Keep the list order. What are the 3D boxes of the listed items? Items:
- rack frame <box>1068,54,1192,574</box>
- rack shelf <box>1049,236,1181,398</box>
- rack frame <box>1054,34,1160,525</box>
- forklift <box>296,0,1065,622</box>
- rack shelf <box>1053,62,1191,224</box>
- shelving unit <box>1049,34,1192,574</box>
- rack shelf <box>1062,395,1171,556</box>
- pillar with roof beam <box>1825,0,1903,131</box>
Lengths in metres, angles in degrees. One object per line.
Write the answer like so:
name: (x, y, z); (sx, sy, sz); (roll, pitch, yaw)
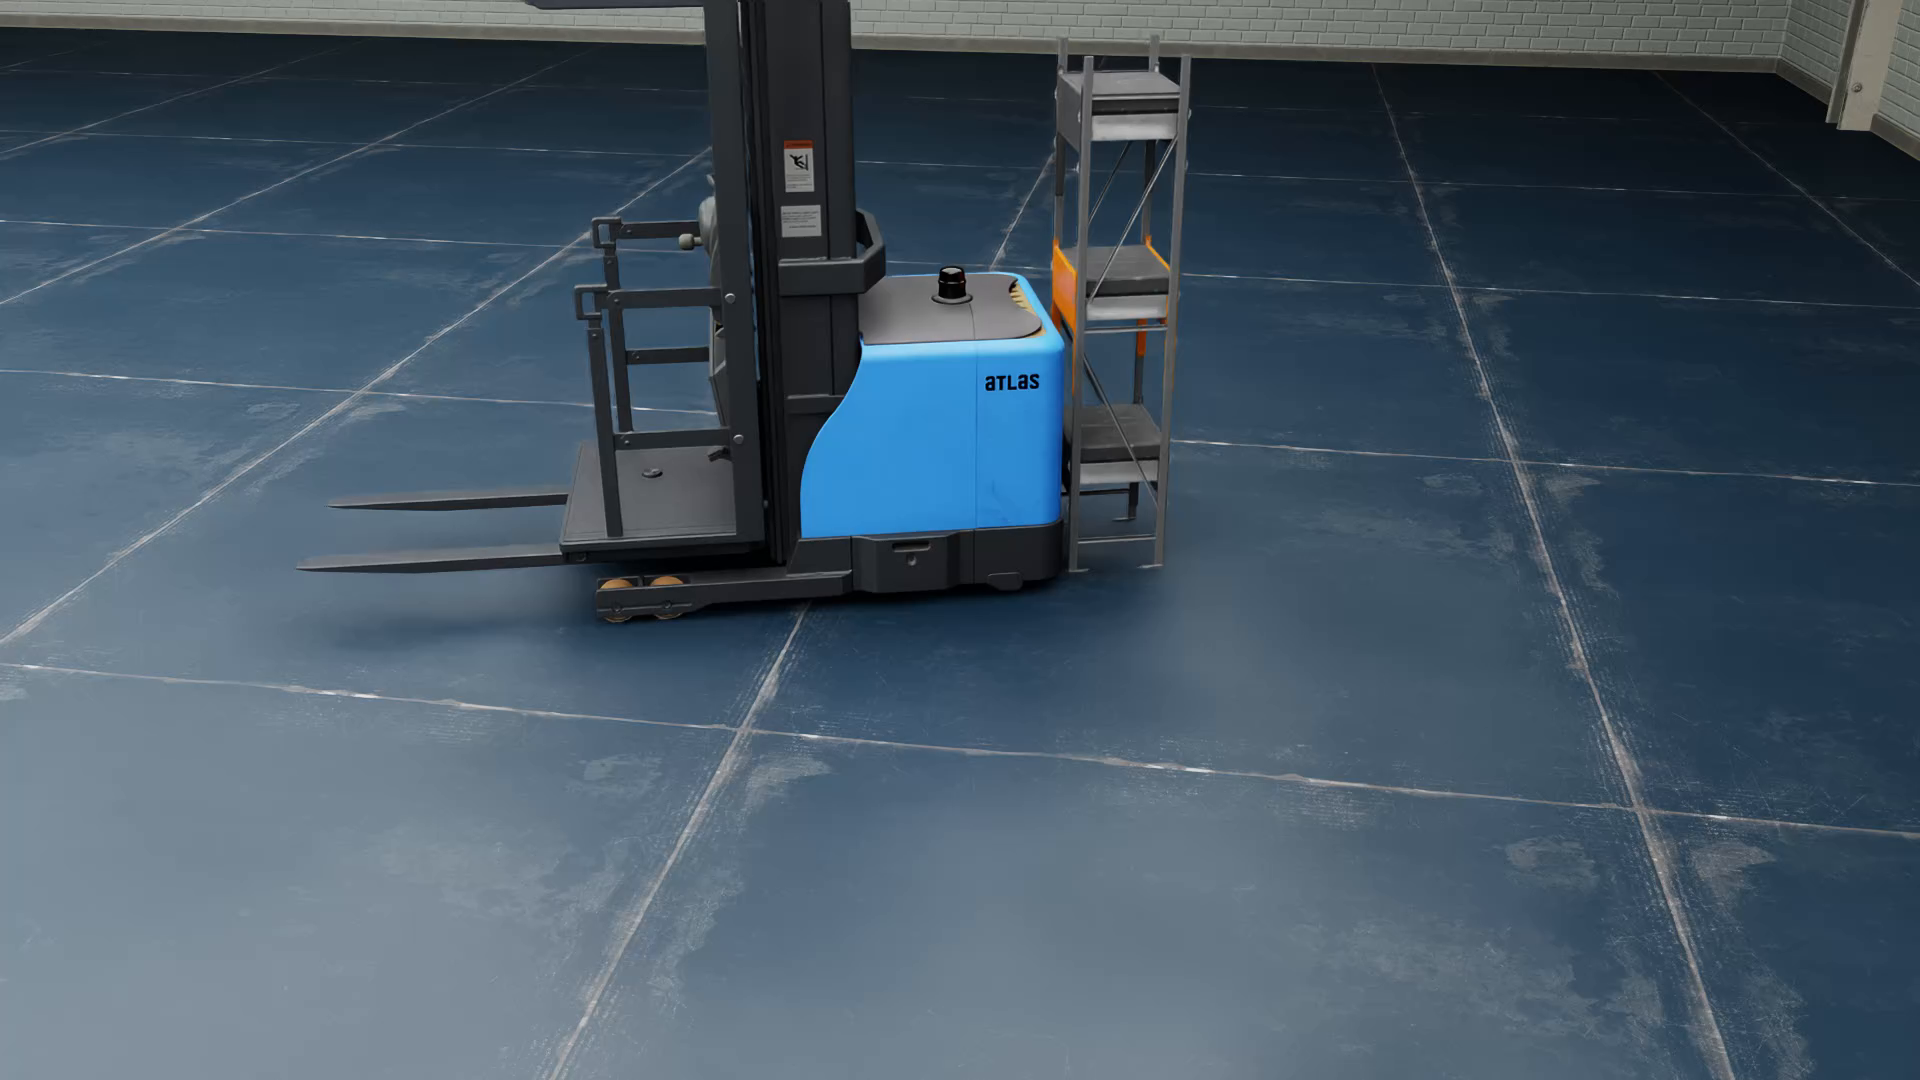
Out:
rack frame: (0.652, -0.824, 6.534); (0.400, 2.100, 0.015); (-3, 25, -7)
rack shelf: (0.619, -0.914, 6.759); (0.431, 0.518, 0.480); (-3, 25, -7)
rack frame: (0.586, -1.029, 6.972); (0.400, 2.100, 0.015); (-3, 25, -7)
forklift: (-1.138, -1.242, 6.445); (3.031, 2.935, 1.130); (-3, 25, -7)
rack shelf: (0.619, -1.548, 6.462); (0.431, 0.518, 0.480); (-3, 25, -7)
shelving unit: (0.619, -0.927, 6.753); (0.431, 2.100, 0.503); (-3, 25, -7)
rack shelf: (0.619, -0.280, 7.056); (0.431, 0.518, 0.480); (-3, 25, -7)
pillar with roof beam: (4.035, -8.229, 14.216); (9.100, 9.000, 0.400); (4, 25, 9)
